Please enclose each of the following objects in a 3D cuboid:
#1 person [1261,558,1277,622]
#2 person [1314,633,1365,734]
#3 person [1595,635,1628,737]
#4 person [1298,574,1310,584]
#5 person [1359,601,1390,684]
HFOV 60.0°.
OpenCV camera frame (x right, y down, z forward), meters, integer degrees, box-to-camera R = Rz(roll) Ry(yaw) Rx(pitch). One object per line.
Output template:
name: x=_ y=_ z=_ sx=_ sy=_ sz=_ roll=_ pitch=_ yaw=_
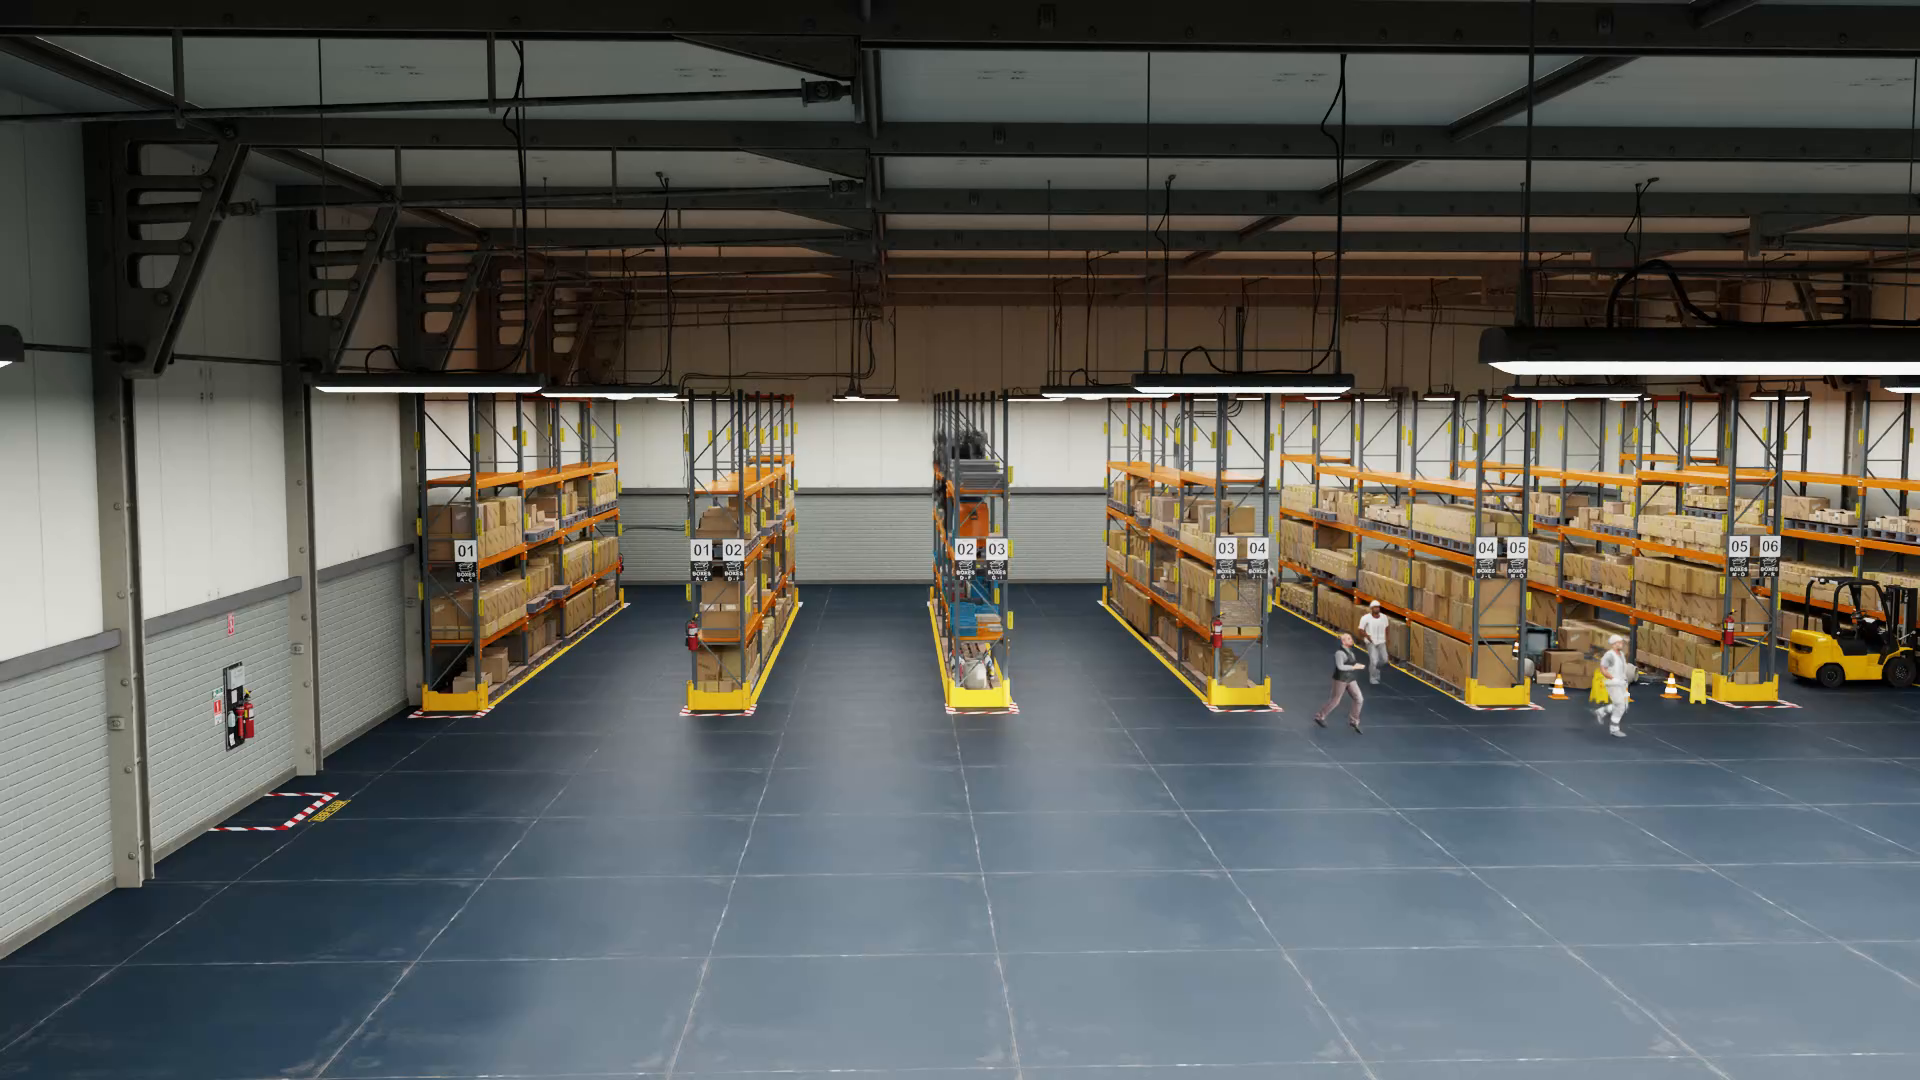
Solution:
person: x=8.137 y=1.304 z=44.160 sx=0.581 sy=1.686 sz=0.658 roll=0 pitch=5 yaw=0
person: x=6.678 y=2.536 z=29.049 sx=0.901 sy=1.700 sz=0.663 roll=4 pitch=6 yaw=42
person: x=11.295 y=2.505 z=28.842 sx=0.686 sy=1.748 sz=0.633 roll=-4 pitch=6 yaw=-42
person: x=10.197 y=0.957 z=49.105 sx=0.512 sy=1.519 sz=0.756 roll=2 pitch=5 yaw=24
person: x=8.483 y=2.092 z=33.900 sx=0.674 sy=1.721 sz=0.569 roll=-1 pitch=5 yaw=-8
